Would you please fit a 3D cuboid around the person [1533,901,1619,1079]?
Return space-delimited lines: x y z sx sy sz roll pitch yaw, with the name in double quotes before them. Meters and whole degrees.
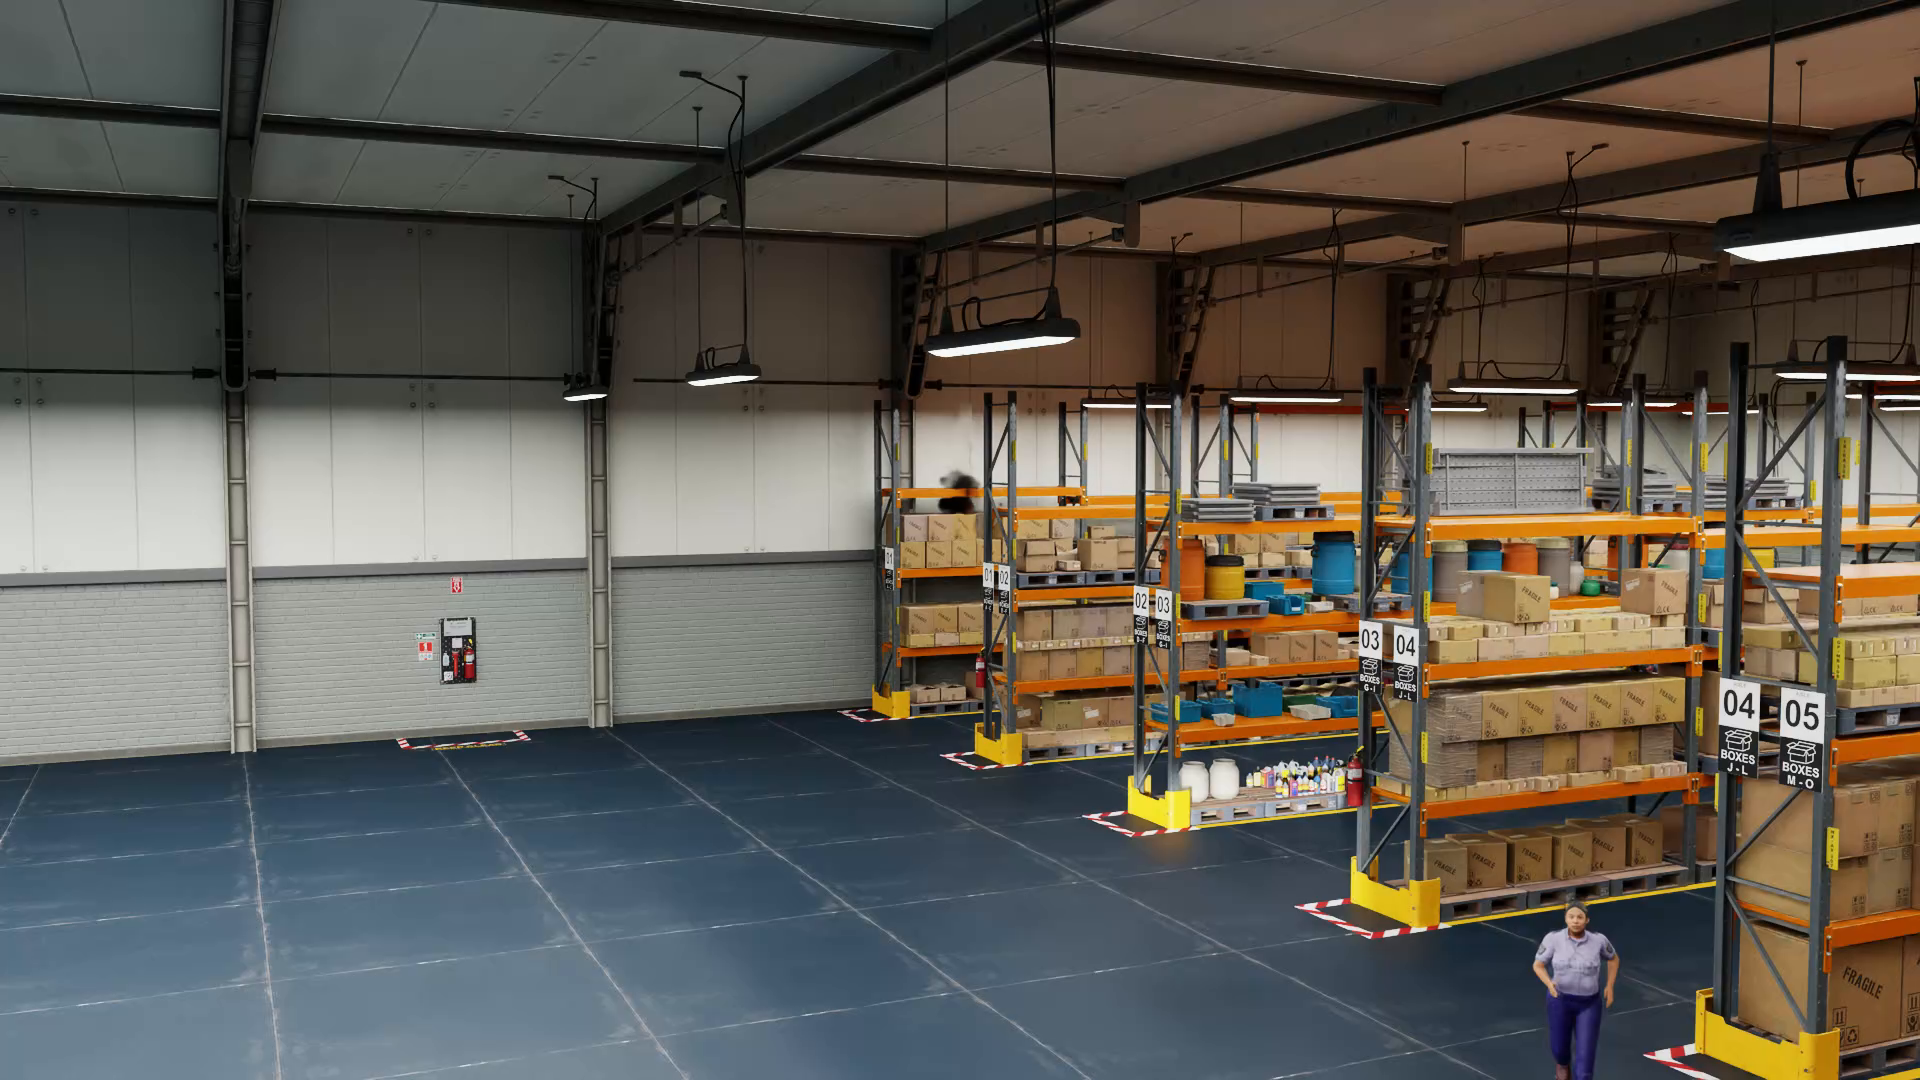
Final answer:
"person" 4.742 3.606 12.851 0.600 1.665 0.888 1 4 20
